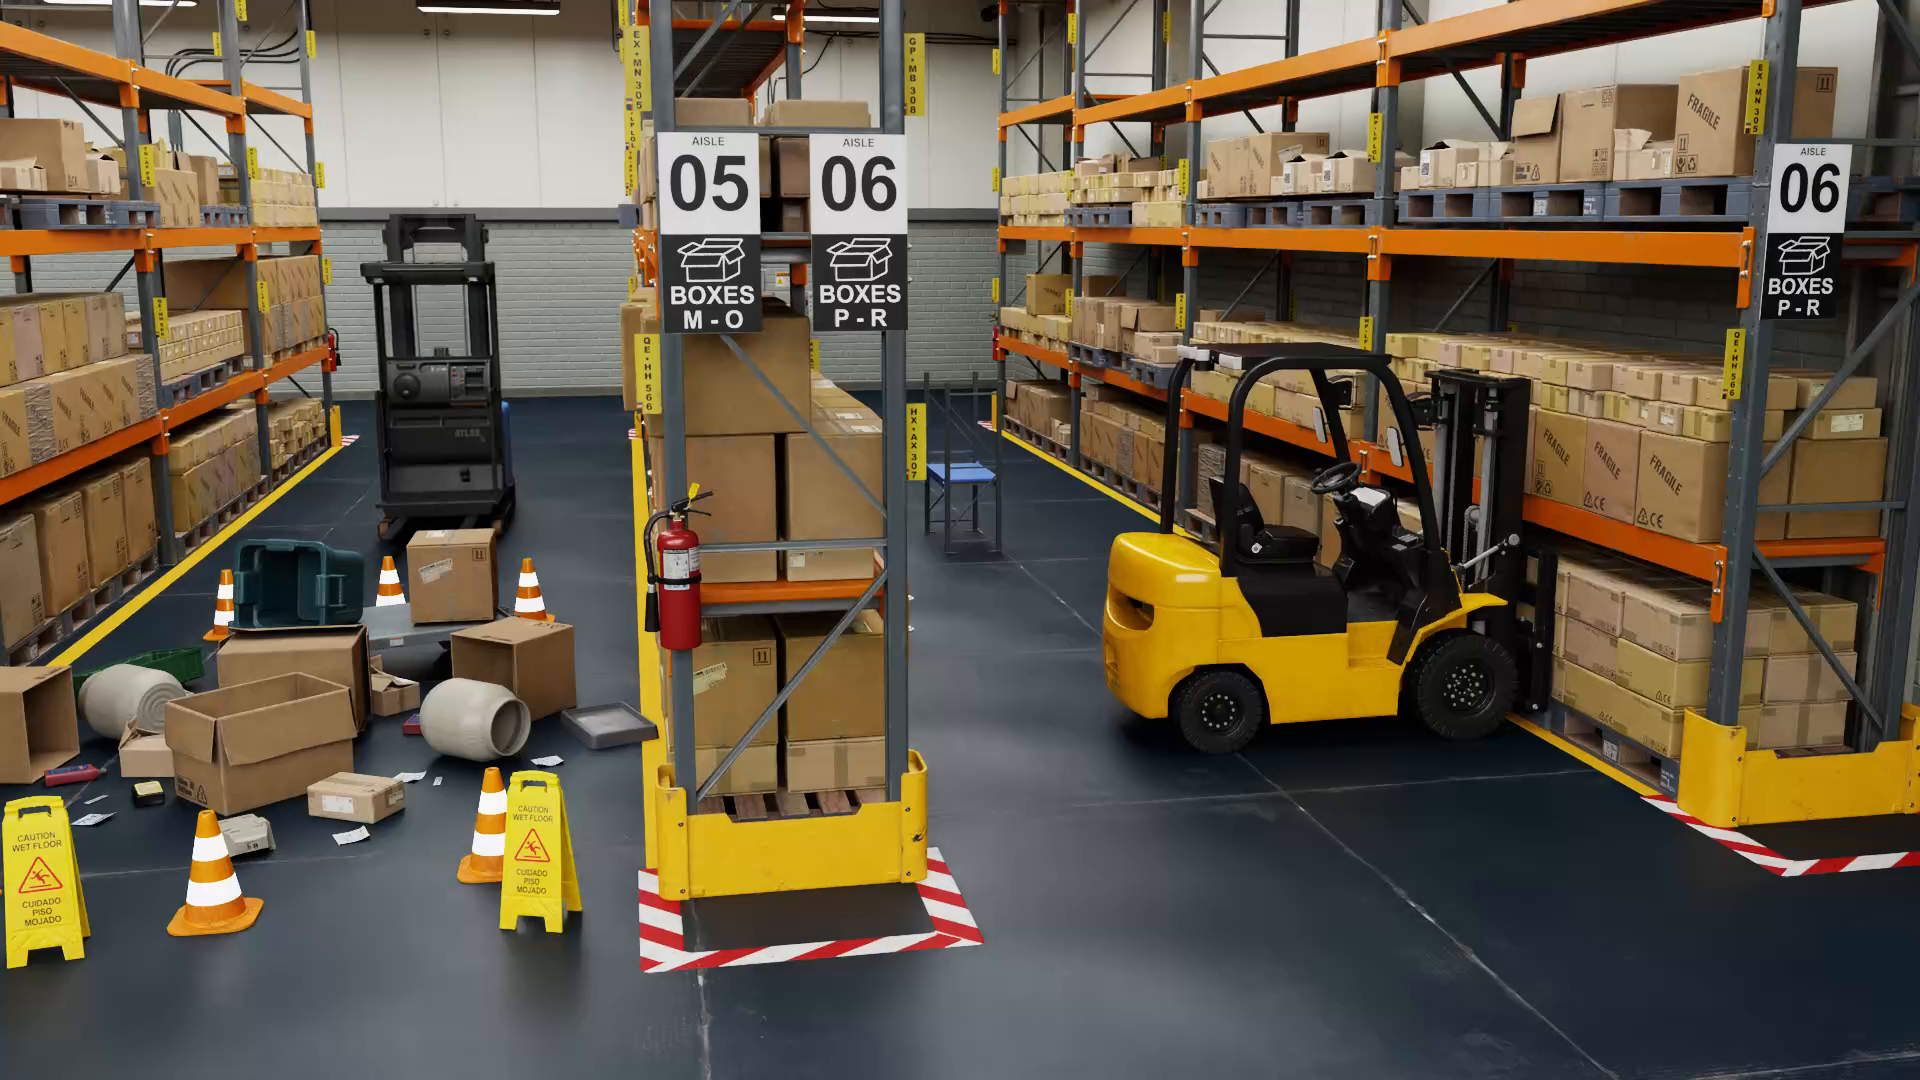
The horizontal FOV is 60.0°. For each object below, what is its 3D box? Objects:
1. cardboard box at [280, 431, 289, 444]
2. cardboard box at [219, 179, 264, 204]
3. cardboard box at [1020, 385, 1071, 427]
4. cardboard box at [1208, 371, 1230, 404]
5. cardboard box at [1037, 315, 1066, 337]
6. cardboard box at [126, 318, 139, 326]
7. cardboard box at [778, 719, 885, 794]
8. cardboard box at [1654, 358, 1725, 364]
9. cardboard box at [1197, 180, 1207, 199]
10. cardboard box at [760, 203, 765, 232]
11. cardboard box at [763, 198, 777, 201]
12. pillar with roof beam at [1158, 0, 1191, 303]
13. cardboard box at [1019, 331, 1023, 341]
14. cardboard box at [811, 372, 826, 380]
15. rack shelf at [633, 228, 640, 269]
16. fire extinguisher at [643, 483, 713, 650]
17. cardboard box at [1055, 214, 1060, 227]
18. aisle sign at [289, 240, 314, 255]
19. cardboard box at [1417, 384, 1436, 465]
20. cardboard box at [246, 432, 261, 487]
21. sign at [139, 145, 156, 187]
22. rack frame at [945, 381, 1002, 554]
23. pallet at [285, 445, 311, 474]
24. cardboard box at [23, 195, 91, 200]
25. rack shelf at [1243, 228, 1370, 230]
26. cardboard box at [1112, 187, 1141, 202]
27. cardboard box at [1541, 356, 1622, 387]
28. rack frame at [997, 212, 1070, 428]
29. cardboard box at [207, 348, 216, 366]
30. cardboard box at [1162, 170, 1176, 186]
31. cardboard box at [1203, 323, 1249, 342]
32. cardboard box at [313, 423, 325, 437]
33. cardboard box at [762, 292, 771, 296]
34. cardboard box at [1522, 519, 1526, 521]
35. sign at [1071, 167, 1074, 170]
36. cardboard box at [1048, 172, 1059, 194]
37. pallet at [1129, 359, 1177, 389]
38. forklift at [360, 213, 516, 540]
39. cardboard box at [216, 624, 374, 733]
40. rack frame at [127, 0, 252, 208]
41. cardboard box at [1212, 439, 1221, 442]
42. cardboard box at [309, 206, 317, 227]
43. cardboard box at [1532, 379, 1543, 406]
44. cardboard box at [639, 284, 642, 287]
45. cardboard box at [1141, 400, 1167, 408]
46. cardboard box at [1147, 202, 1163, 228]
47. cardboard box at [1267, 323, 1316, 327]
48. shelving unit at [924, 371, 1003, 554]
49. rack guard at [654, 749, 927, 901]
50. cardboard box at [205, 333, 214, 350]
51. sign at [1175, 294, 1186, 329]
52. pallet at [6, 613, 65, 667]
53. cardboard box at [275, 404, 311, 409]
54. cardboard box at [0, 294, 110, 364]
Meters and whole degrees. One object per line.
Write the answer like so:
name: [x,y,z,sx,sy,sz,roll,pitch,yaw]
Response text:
cardboard box: [-7.952,-1.190,19.131,0.380,0.149,0.250,-2,11,-8]
cardboard box: [-7.753,-3.715,17.733,0.500,0.250,0.500,-2,11,-9]
cardboard box: [1.185,-1.790,22.142,0.700,0.500,0.500,-2,11,-9]
cardboard box: [2.526,-1.362,14.732,0.500,0.250,0.500,-2,11,-12]
cardboard box: [1.275,-2.692,20.925,0.500,0.250,0.500,-2,11,-11]
cardboard box: [-8.017,-2.021,15.752,0.380,0.149,0.250,-2,11,-9]
cardboard box: [-0.611,1.016,8.065,0.500,0.250,0.500,-2,11,-11]
cardboard box: [4.095,-0.925,9.236,0.380,0.149,0.250,-2,11,-9]
cardboard box: [2.357,-3.158,14.976,0.380,0.166,0.250,-2,11,-11]
cardboard box: [-0.936,-1.720,8.860,0.380,0.149,0.250,-2,11,-12]
cardboard box: [-0.650,-1.711,7.745,0.500,0.250,0.500,-2,11,-12]
pillar with roof beam: [-1.665,-5.303,18.992,9.100,9.000,0.400,-2,11,-11]
cardboard box: [0.995,-2.752,22.302,0.380,0.149,0.250,-2,11,-9]
cardboard box: [-1.066,-0.732,9.958,0.500,0.500,0.500,-2,11,-9]
rack shelf: [-2.670,-2.924,16.439,1.077,0.370,4.000,-2,11,-11]
fire extinguisher: [-1.155,0.106,6.825,0.296,0.674,0.183,-2,11,-11]
cardboard box: [1.361,-3.852,20.062,0.380,0.149,0.250,-2,11,-9]
aisle sign: [-8.393,-4.007,21.276,0.394,0.787,0.004,-2,11,-11]
cardboard box: [3.313,-0.748,10.837,0.500,0.500,0.500,-2,11,-10]
cardboard box: [-7.504,-0.824,17.066,0.500,0.500,0.500,-2,11,-12]
sign: [-6.571,-3.024,13.444,0.100,0.325,0.005,-2,11,-11]
rack frame: [0.115,-0.628,14.484,0.500,1.500,0.032,-2,11,-11]
pallet: [-8.301,-0.949,19.616,1.003,0.211,1.213,-2,11,-11]
cardboard box: [-7.477,-2.857,13.894,0.500,0.500,0.500,-2,11,-11]
rack shelf: [2.976,-2.468,13.519,0.919,0.124,3.809,-2,11,-11]
cardboard box: [1.801,-3.607,17.386,0.380,0.149,0.250,-2,11,-10]
cardboard box: [3.520,-0.954,9.386,0.380,0.149,0.250,-2,11,-10]
rack frame: [1.031,-3.086,23.386,1.000,3.000,0.127,-2,11,-11]
cardboard box: [-7.367,-1.751,15.921,0.380,0.149,0.250,-2,11,-9]
cardboard box: [2.181,-3.512,16.141,0.380,0.149,0.250,-2,11,-13]
cardboard box: [2.413,-1.868,14.987,0.380,0.149,0.250,-2,11,-10]
cardboard box: [-8.217,-1.379,20.923,0.380,0.149,0.250,-2,11,-9]
cardboard box: [-1.686,-1.868,13.066,0.380,0.149,0.250,-3,11,-14]
cardboard box: [3.764,-0.056,11.025,0.500,0.250,0.500,-2,11,-12]
sign: [1.579,-5.011,23.110,0.100,0.325,0.005,-2,11,-11]
cardboard box: [1.367,-4.320,20.118,0.500,0.250,0.500,-2,11,-12]
pallet: [2.386,-1.646,16.335,1.213,0.211,1.003,-2,11,-11]
forklift: [-4.819,-1.515,15.316,1.130,2.935,3.031,-2,11,-10]
cardboard box: [-3.740,0.788,9.346,0.797,0.637,0.503,-2,11,-11]
rack frame: [-7.895,-4.919,16.976,1.000,3.000,0.127,-2,11,-11]
cardboard box: [2.704,-0.775,16.808,0.500,0.500,0.500,-2,11,-11]
cardboard box: [-8.325,-4.032,20.737,0.500,0.250,0.500,-2,11,-12]
cardboard box: [3.567,-0.856,9.668,0.380,0.149,0.250,-2,11,-11]
cardboard box: [-2.638,-2.063,15.071,0.500,0.500,0.500,-2,11,-13]
cardboard box: [2.275,-1.500,18.881,0.380,0.149,0.250,-2,11,-10]
cardboard box: [2.150,-3.196,16.343,0.500,0.250,0.500,-2,11,-11]
cardboard box: [3.009,-1.890,15.102,0.380,0.149,0.250,-2,11,-10]
shelving unit: [0.017,-0.721,14.974,0.538,1.500,1.048,-2,11,-11]
rack guard: [-0.740,1.244,7.324,1.175,0.500,0.348,-2,11,-11]
cardboard box: [-7.364,-1.894,15.878,0.380,0.149,0.250,-2,11,-11]
sign: [2.056,-2.127,15.464,0.100,0.325,0.005,-2,11,-11]
pallet: [-6.563,0.726,10.818,1.003,0.211,1.213,-2,11,-11]
cardboard box: [-8.166,-1.575,20.361,0.380,0.149,0.250,-3,11,-13]
cardboard box: [-6.940,-1.604,12.658,0.700,0.500,0.500,-2,11,-12]
